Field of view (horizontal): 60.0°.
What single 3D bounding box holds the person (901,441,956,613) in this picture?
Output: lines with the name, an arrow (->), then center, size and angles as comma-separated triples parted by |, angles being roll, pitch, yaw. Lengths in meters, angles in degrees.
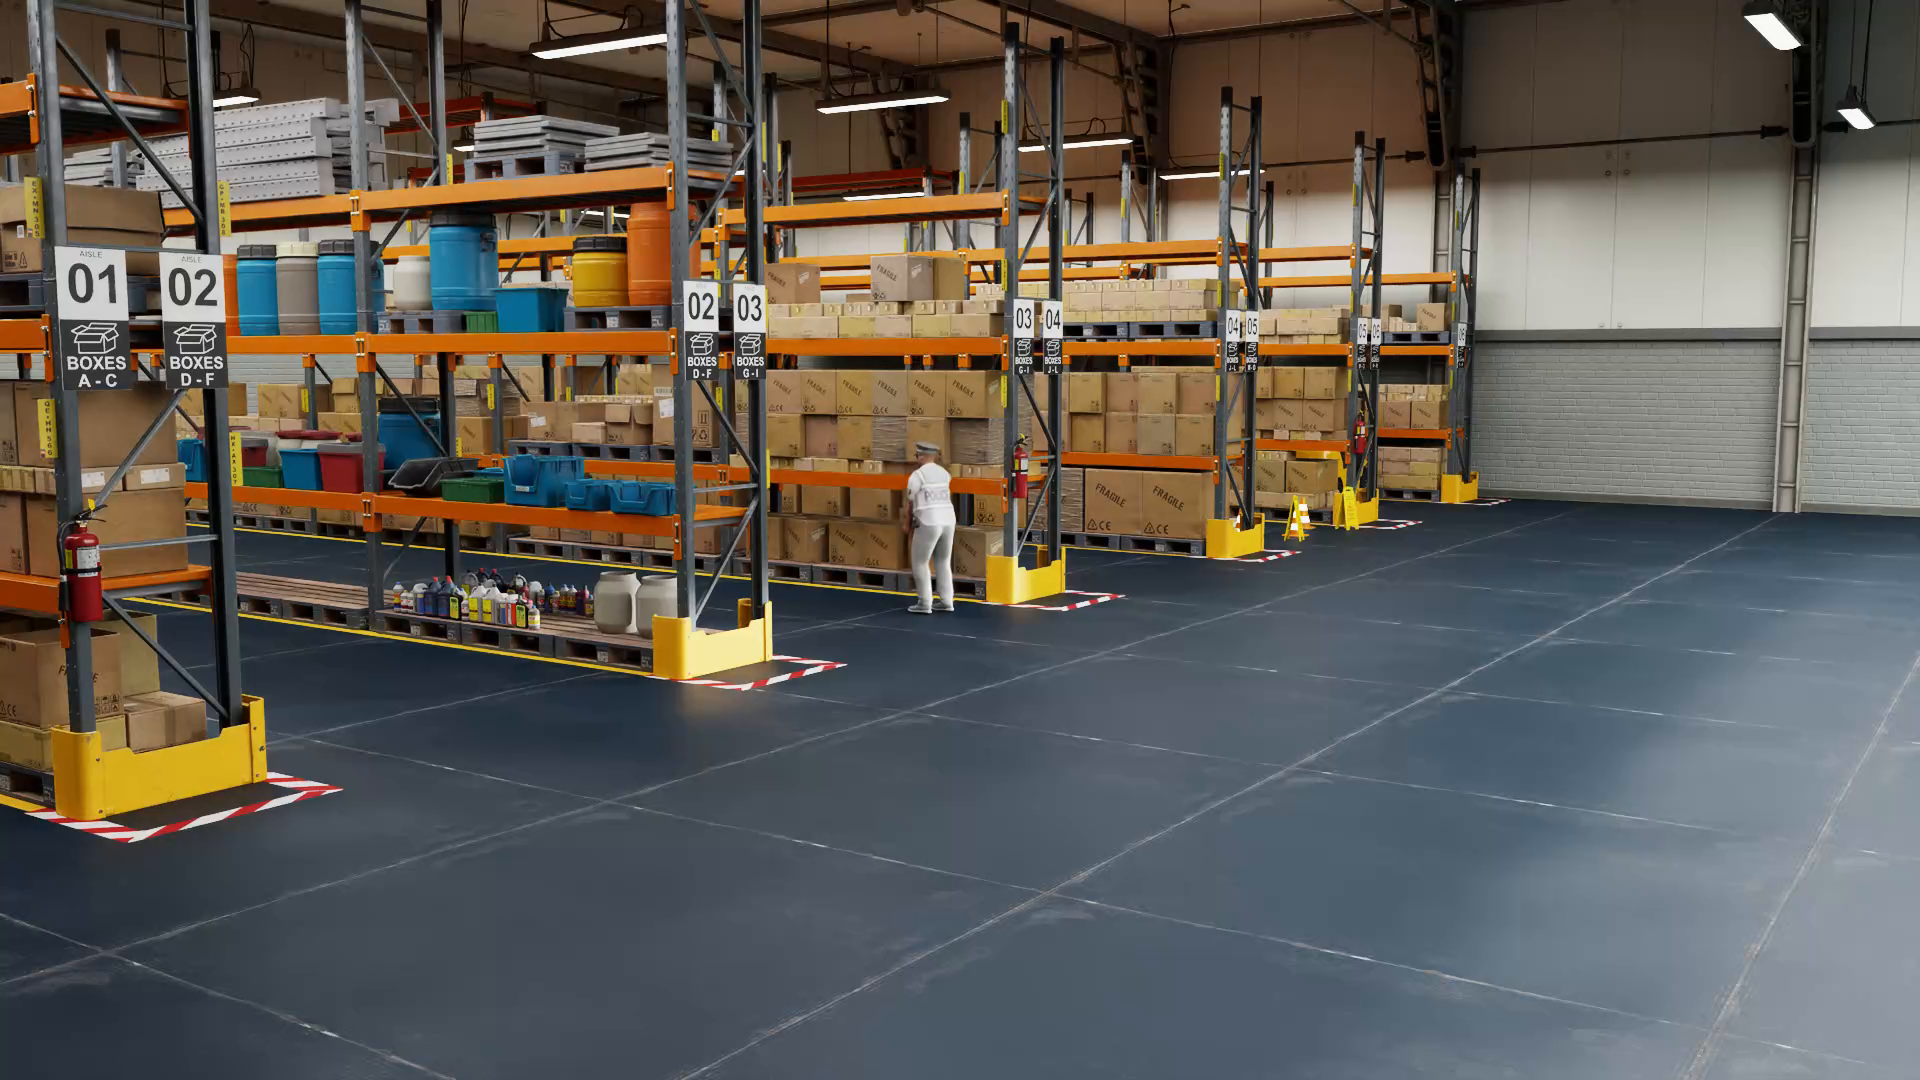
person -> -0.337, -0.136, 16.995 | 0.485, 1.754, 0.593 | -5, 8, -36
